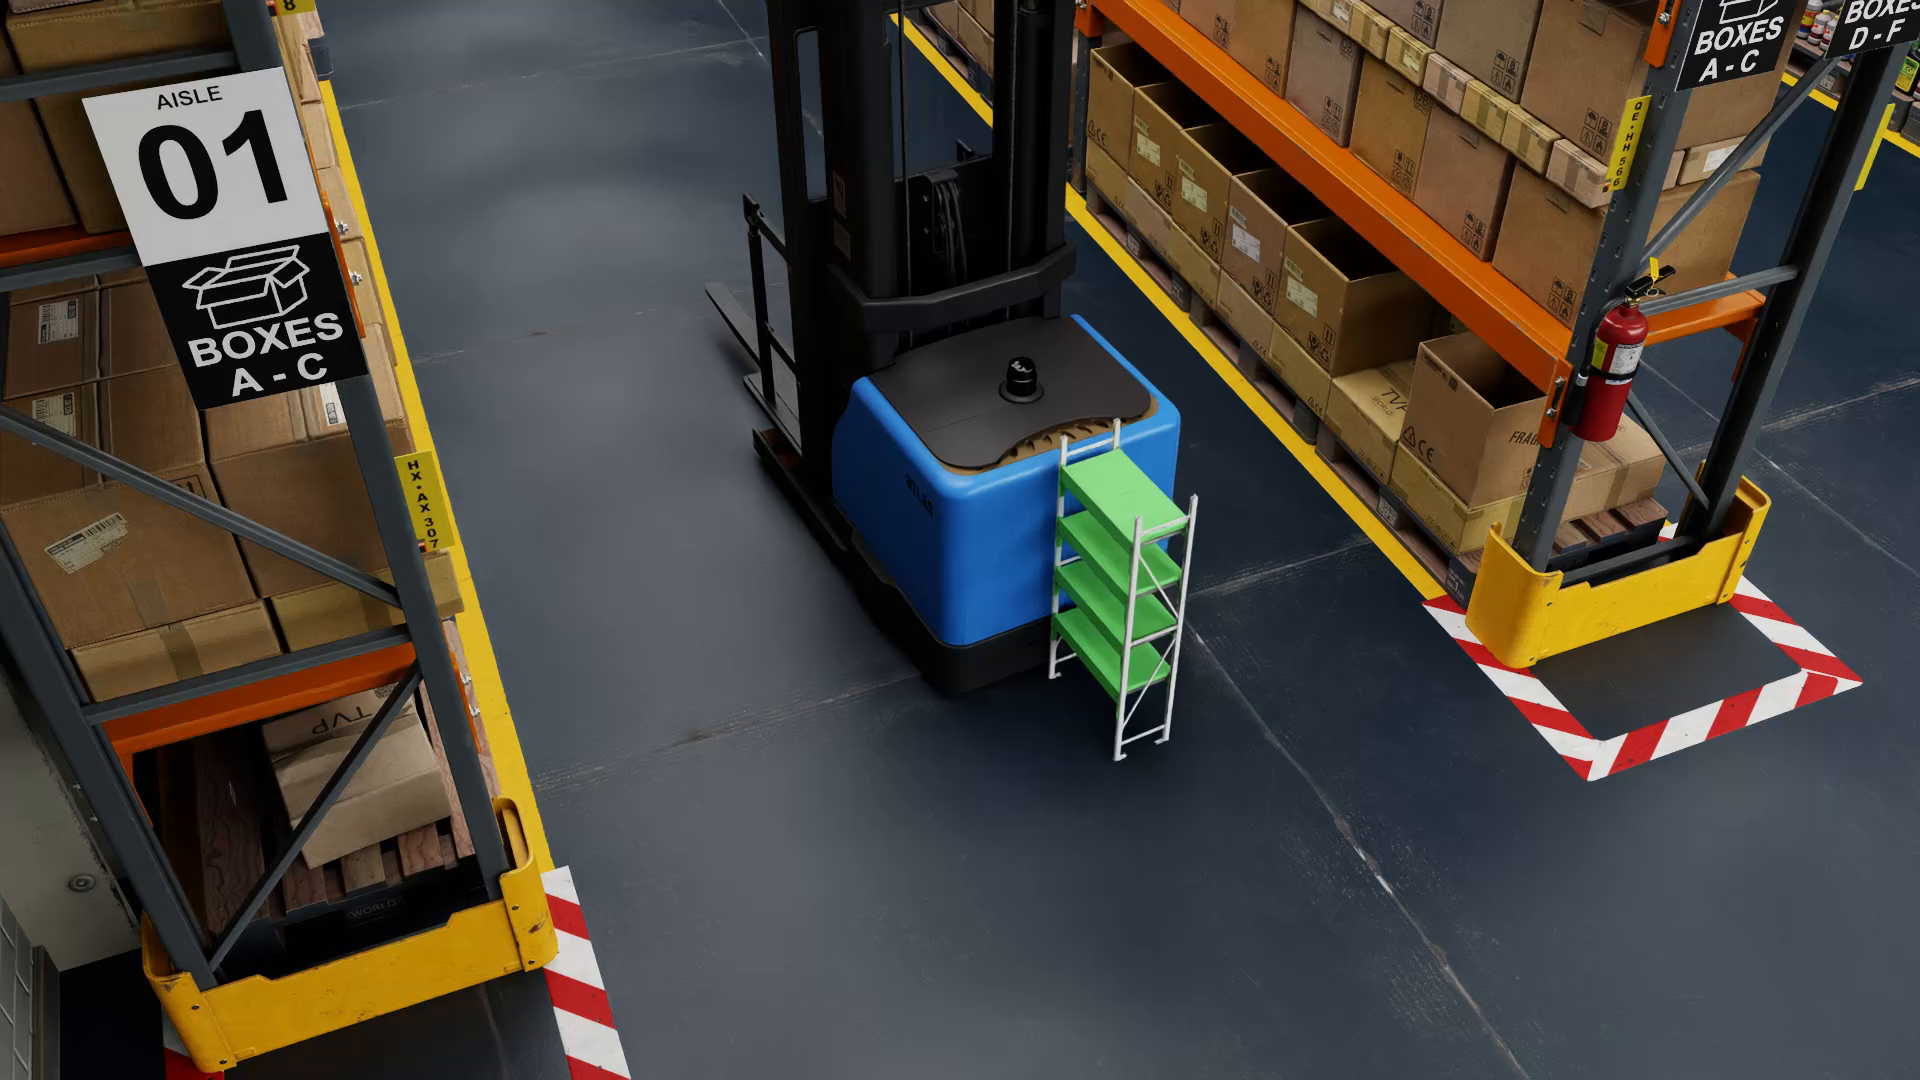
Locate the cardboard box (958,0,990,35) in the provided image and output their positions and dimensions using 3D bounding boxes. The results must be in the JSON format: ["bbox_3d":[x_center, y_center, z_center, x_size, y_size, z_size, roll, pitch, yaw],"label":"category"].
[{"bbox_3d":[0.313,-3.397,10.256,0.500,0.311,0.500,-15,43,-17],"label":"cardboard box"}]

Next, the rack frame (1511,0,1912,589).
[{"bbox_3d":[2.657,-0.873,5.964,1.000,3.000,0.127,-15,43,-17],"label":"rack frame"}]

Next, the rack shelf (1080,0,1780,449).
[{"bbox_3d":[1.892,-1.805,7.600,1.077,0.370,4.000,-15,43,-17],"label":"rack shelf"}]

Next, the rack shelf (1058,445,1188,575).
[{"bbox_3d":[0.575,-0.113,5.822,0.258,0.148,0.480,-19,44,-21],"label":"rack shelf"}]

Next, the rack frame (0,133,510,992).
[{"bbox_3d":[-1.918,0.366,4.524,1.000,3.000,0.127,-15,43,-17],"label":"rack frame"}]

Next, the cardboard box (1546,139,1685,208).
[{"bbox_3d":[2.335,-1.339,5.932,0.380,0.149,0.250,-16,43,-18],"label":"cardboard box"}]

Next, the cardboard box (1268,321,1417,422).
[{"bbox_3d":[1.783,-0.838,7.710,0.500,0.250,0.500,-15,43,-17],"label":"cardboard box"}]

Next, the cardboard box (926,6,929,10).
[{"bbox_3d":[-0.077,-3.805,11.161,0.500,0.250,0.500,-16,43,-18],"label":"cardboard box"}]

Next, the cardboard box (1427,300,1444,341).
[{"bbox_3d":[2.261,-1.251,7.616,0.500,0.500,0.500,-15,43,-17],"label":"cardboard box"}]

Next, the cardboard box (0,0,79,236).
[{"bbox_3d":[-2.312,-1.006,3.726,0.500,0.500,0.500,-12,42,-14],"label":"cardboard box"}]

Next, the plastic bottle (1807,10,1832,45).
[{"bbox_3d":[5.460,-3.259,10.548,0.097,0.201,0.097,0,41,0],"label":"plastic bottle"}]

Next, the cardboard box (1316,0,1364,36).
[{"bbox_3d":[1.739,-2.273,7.018,0.380,0.149,0.250,-16,43,-17],"label":"cardboard box"}]

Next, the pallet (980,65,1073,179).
[{"bbox_3d":[0.808,-2.659,10.180,1.003,0.211,1.213,-15,43,-17],"label":"pallet"}]

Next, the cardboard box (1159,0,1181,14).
[{"bbox_3d":[1.302,-3.054,8.425,0.700,0.500,0.500,-16,43,-18],"label":"cardboard box"}]

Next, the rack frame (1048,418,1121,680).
[{"bbox_3d":[0.460,0.061,6.257,0.240,1.200,0.015,-19,44,-21],"label":"rack frame"}]

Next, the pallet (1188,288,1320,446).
[{"bbox_3d":[1.863,-0.999,8.250,1.003,0.211,1.213,-15,43,-17],"label":"pallet"}]

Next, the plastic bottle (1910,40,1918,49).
[{"bbox_3d":[5.702,-2.975,10.103,0.144,0.351,0.185,-17,43,-19],"label":"plastic bottle"}]

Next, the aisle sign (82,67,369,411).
[{"bbox_3d":[-1.614,-0.652,3.713,0.394,0.787,0.004,-15,43,-17],"label":"aisle sign"}]

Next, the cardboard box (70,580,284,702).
[{"bbox_3d":[-2.276,0.182,4.838,0.500,0.250,0.500,-15,43,-16],"label":"cardboard box"}]

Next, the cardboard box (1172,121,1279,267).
[{"bbox_3d":[1.397,-1.723,8.165,0.500,0.500,0.500,-15,43,-17],"label":"cardboard box"}]

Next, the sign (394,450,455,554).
[{"bbox_3d":[-1.417,-0.098,4.400,0.100,0.325,0.005,-15,43,-17],"label":"sign"}]

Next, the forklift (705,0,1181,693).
[{"bbox_3d":[-0.292,-1.473,6.714,1.130,2.935,3.031,-19,44,-21],"label":"forklift"}]

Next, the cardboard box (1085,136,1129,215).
[{"bbox_3d":[1.024,-2.044,9.113,0.500,0.250,0.500,-15,43,-17],"label":"cardboard box"}]

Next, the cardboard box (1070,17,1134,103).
[{"bbox_3d":[0.707,-2.784,9.543,0.500,0.311,0.500,-15,43,-17],"label":"cardboard box"}]

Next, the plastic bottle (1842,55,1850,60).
[{"bbox_3d":[5.570,-3.160,10.376,0.152,0.276,0.135,-14,43,-15],"label":"plastic bottle"}]

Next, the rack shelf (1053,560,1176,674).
[{"bbox_3d":[0.574,0.251,6.135,0.258,0.148,0.480,-19,44,-21],"label":"rack shelf"}]

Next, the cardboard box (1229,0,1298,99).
[{"bbox_3d":[1.698,-2.435,7.704,0.700,0.500,0.500,-14,43,-16],"label":"cardboard box"}]

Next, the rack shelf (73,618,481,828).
[{"bbox_3d":[-2.684,-0.567,6.160,1.077,0.370,4.000,-15,43,-17],"label":"rack shelf"}]

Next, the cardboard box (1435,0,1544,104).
[{"bbox_3d":[2.264,-2.034,6.243,0.700,0.500,0.500,-16,43,-18],"label":"cardboard box"}]

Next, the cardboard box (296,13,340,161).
[{"bbox_3d":[-2.786,-1.772,6.535,0.500,0.500,0.500,-15,43,-17],"label":"cardboard box"}]

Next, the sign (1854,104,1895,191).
[{"bbox_3d":[3.172,-1.366,5.813,0.100,0.325,0.005,-15,43,-17],"label":"sign"}]

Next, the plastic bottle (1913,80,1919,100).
[{"bbox_3d":[5.789,-2.742,9.946,0.097,0.201,0.097,0,41,0],"label":"plastic bottle"}]

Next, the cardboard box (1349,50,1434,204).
[{"bbox_3d":[2.100,-1.811,6.978,0.700,0.500,0.500,-15,43,-17],"label":"cardboard box"}]

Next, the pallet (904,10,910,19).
[{"bbox_3d":[-0.125,-4.129,11.889,1.003,0.211,1.213,-15,43,-17],"label":"pallet"}]

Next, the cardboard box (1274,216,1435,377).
[{"bbox_3d":[1.781,-1.121,7.465,0.500,0.500,0.500,-15,43,-17],"label":"cardboard box"}]

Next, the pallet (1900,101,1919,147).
[{"bbox_3d":[6.393,-2.307,9.771,1.003,0.211,1.213,-15,43,-17],"label":"pallet"}]

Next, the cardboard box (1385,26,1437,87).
[{"bbox_3d":[1.940,-1.961,6.655,0.380,0.149,0.250,-14,43,-16],"label":"cardboard box"}]

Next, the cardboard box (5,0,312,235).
[{"bbox_3d":[-1.815,-1.081,3.814,0.500,0.500,0.500,-14,43,-16],"label":"cardboard box"}]

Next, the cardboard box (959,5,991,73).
[{"bbox_3d":[0.312,-3.190,10.445,0.500,0.250,0.500,-14,43,-16],"label":"cardboard box"}]

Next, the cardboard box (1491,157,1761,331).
[{"bbox_3d":[2.490,-1.195,6.262,0.700,0.500,0.500,-15,43,-17],"label":"cardboard box"}]

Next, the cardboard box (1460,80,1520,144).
[{"bbox_3d":[2.135,-1.650,6.294,0.380,0.149,0.250,-16,43,-17],"label":"cardboard box"}]

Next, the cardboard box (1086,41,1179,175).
[{"bbox_3d":[1.015,-2.326,8.866,0.500,0.500,0.500,-15,43,-17],"label":"cardboard box"}]

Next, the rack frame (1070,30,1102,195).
[{"bbox_3d":[1.126,-3.282,8.766,1.000,3.000,0.127,-15,43,-17],"label":"rack frame"}]

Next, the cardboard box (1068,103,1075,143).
[{"bbox_3d":[0.700,-2.576,9.732,0.500,0.250,0.500,-16,43,-17],"label":"cardboard box"}]

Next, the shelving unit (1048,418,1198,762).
[{"bbox_3d":[0.574,0.202,6.094,0.258,1.200,0.503,-19,44,-21],"label":"shelving unit"}]

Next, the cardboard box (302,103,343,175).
[{"bbox_3d":[-2.404,-1.153,5.815,0.500,0.500,0.500,-14,43,-16],"label":"cardboard box"}]

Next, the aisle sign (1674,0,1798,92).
[{"bbox_3d":[2.411,-1.745,4.985,0.394,0.787,0.004,-15,43,-17],"label":"aisle sign"}]

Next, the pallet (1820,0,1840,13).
[{"bbox_3d":[5.368,-3.922,11.649,1.003,0.211,1.213,-15,43,-17],"label":"pallet"}]

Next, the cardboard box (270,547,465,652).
[{"bbox_3d":[-1.812,0.042,5.001,0.500,0.250,0.500,-16,43,-18],"label":"cardboard box"}]

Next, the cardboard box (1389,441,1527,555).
[{"bbox_3d":[2.179,-0.239,7.014,0.500,0.250,0.500,-15,43,-17],"label":"cardboard box"}]

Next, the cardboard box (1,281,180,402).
[{"bbox_3d":[-2.479,-0.406,4.946,0.500,0.500,0.500,-15,43,-16],"label":"cardboard box"}]

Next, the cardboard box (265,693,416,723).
[{"bbox_3d":[-2.318,0.436,6.168,0.500,0.311,0.500,-12,42,-13],"label":"cardboard box"}]

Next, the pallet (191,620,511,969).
[{"bbox_3d":[-2.226,0.879,6.066,1.003,0.211,1.213,-15,43,-17],"label":"pallet"}]

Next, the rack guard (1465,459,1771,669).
[{"bbox_3d":[2.666,0.090,6.762,1.175,0.500,0.348,-15,43,-17],"label":"rack guard"}]

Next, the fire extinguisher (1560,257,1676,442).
[{"bbox_3d":[2.273,-0.656,5.772,0.296,0.674,0.183,-15,43,-17],"label":"fire extinguisher"}]

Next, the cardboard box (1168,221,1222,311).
[{"bbox_3d":[1.397,-1.439,8.409,0.500,0.250,0.500,-15,43,-17],"label":"cardboard box"}]

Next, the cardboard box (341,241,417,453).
[{"bbox_3d":[-2.003,-0.532,5.093,0.500,0.500,0.500,-15,43,-17],"label":"cardboard box"}]

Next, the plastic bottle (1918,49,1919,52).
[{"bbox_3d":[5.793,-2.865,10.036,0.097,0.271,0.097,0,41,0],"label":"plastic bottle"}]
